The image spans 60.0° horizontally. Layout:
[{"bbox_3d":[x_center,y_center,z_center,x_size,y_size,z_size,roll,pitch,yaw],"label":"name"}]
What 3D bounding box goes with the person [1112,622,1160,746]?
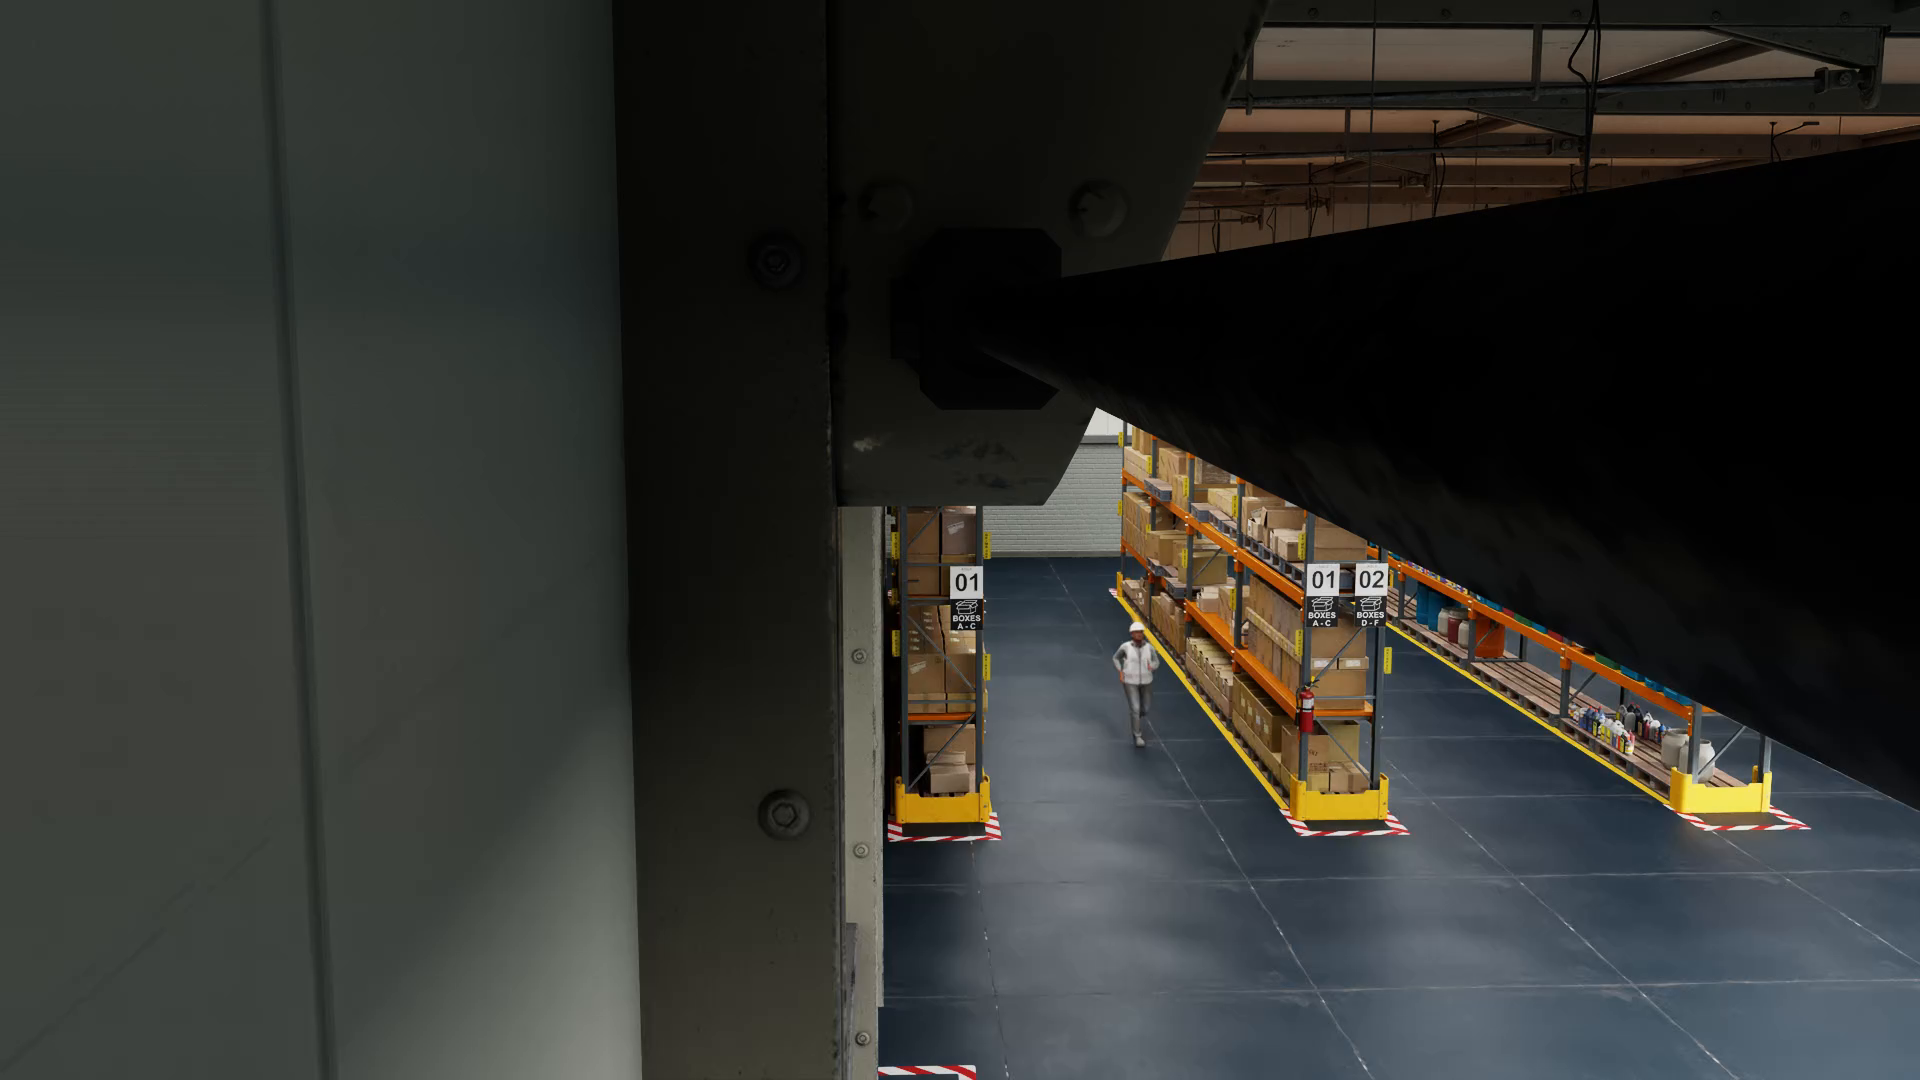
[{"bbox_3d":[2.570,2.058,24.260,0.667,1.750,0.779,-1,8,-10],"label":"person"}]
